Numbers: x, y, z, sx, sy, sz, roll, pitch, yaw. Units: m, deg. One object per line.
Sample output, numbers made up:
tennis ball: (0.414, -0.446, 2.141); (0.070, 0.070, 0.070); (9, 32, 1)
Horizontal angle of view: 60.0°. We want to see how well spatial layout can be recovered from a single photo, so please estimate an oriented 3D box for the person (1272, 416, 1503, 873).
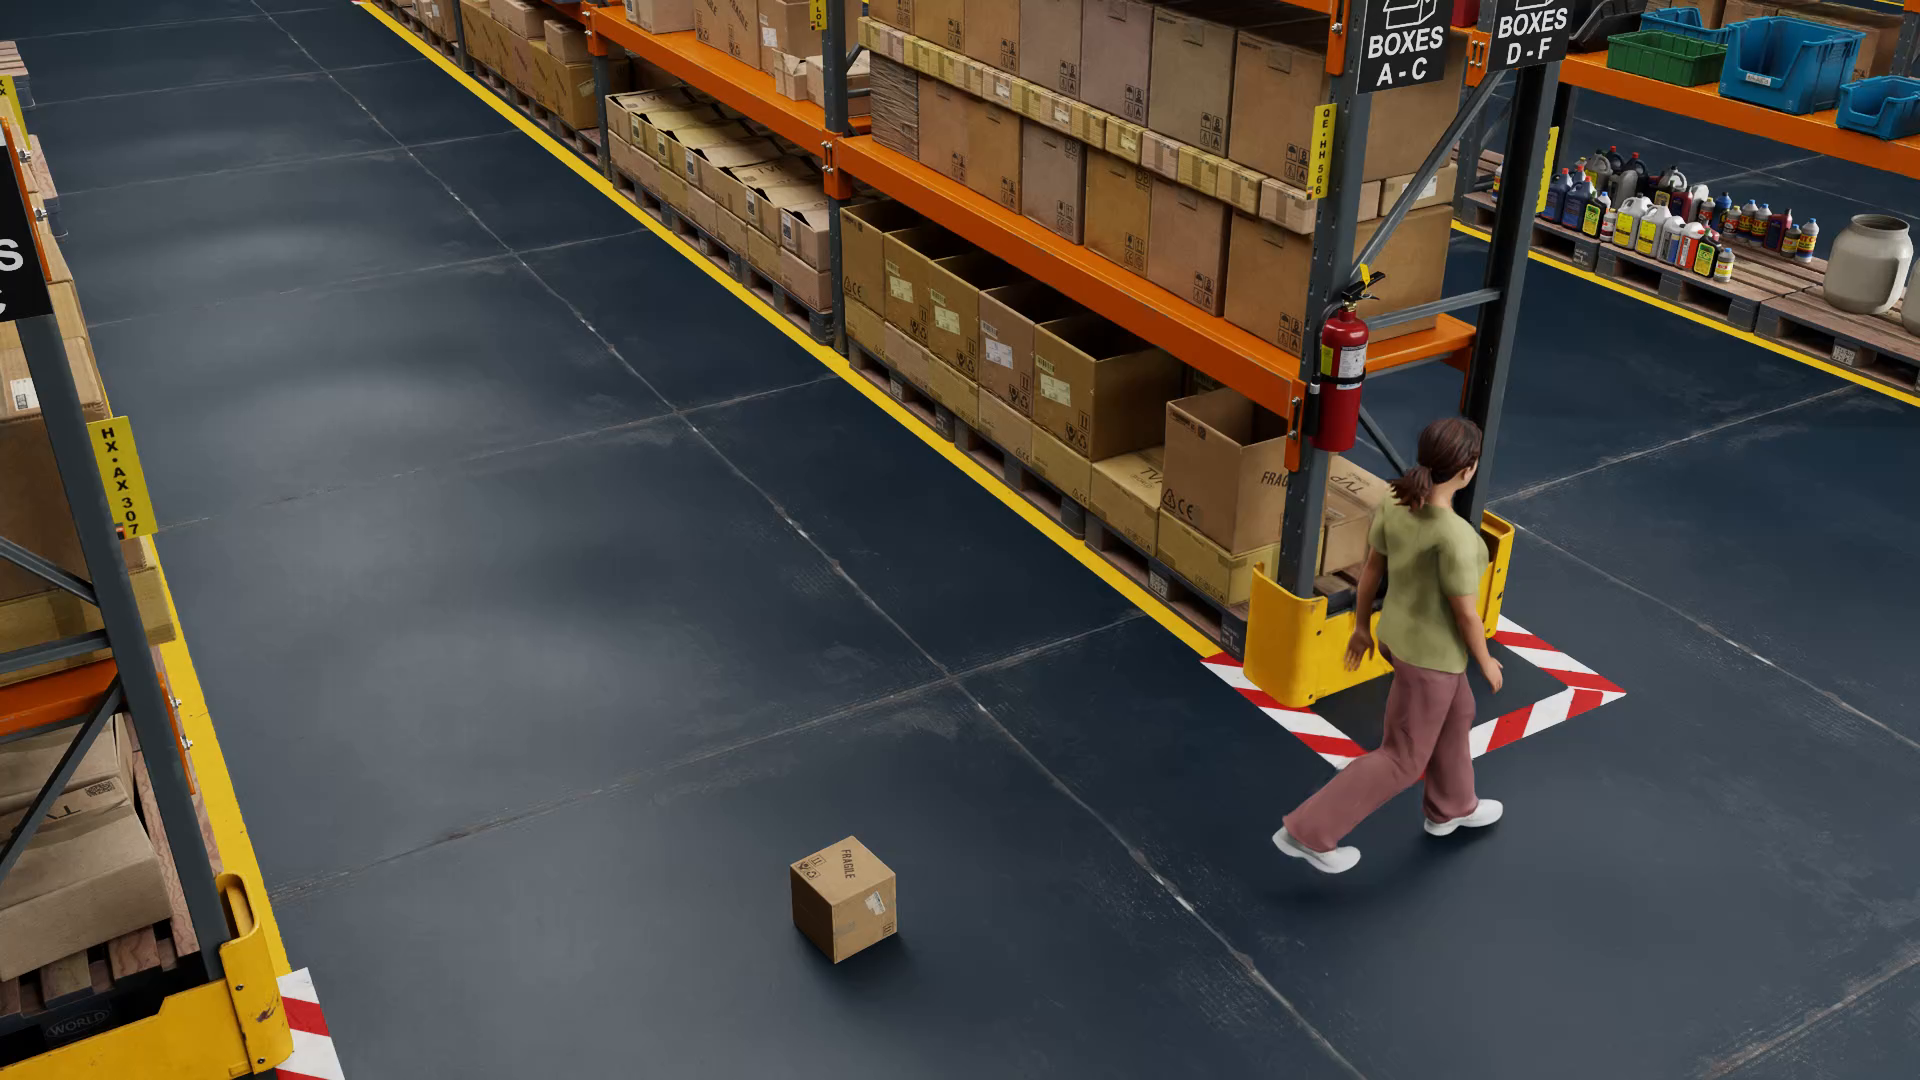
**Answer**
person: (1.502, 0.357, 5.473); (0.945, 1.635, 0.452); (-7, 30, -13)
